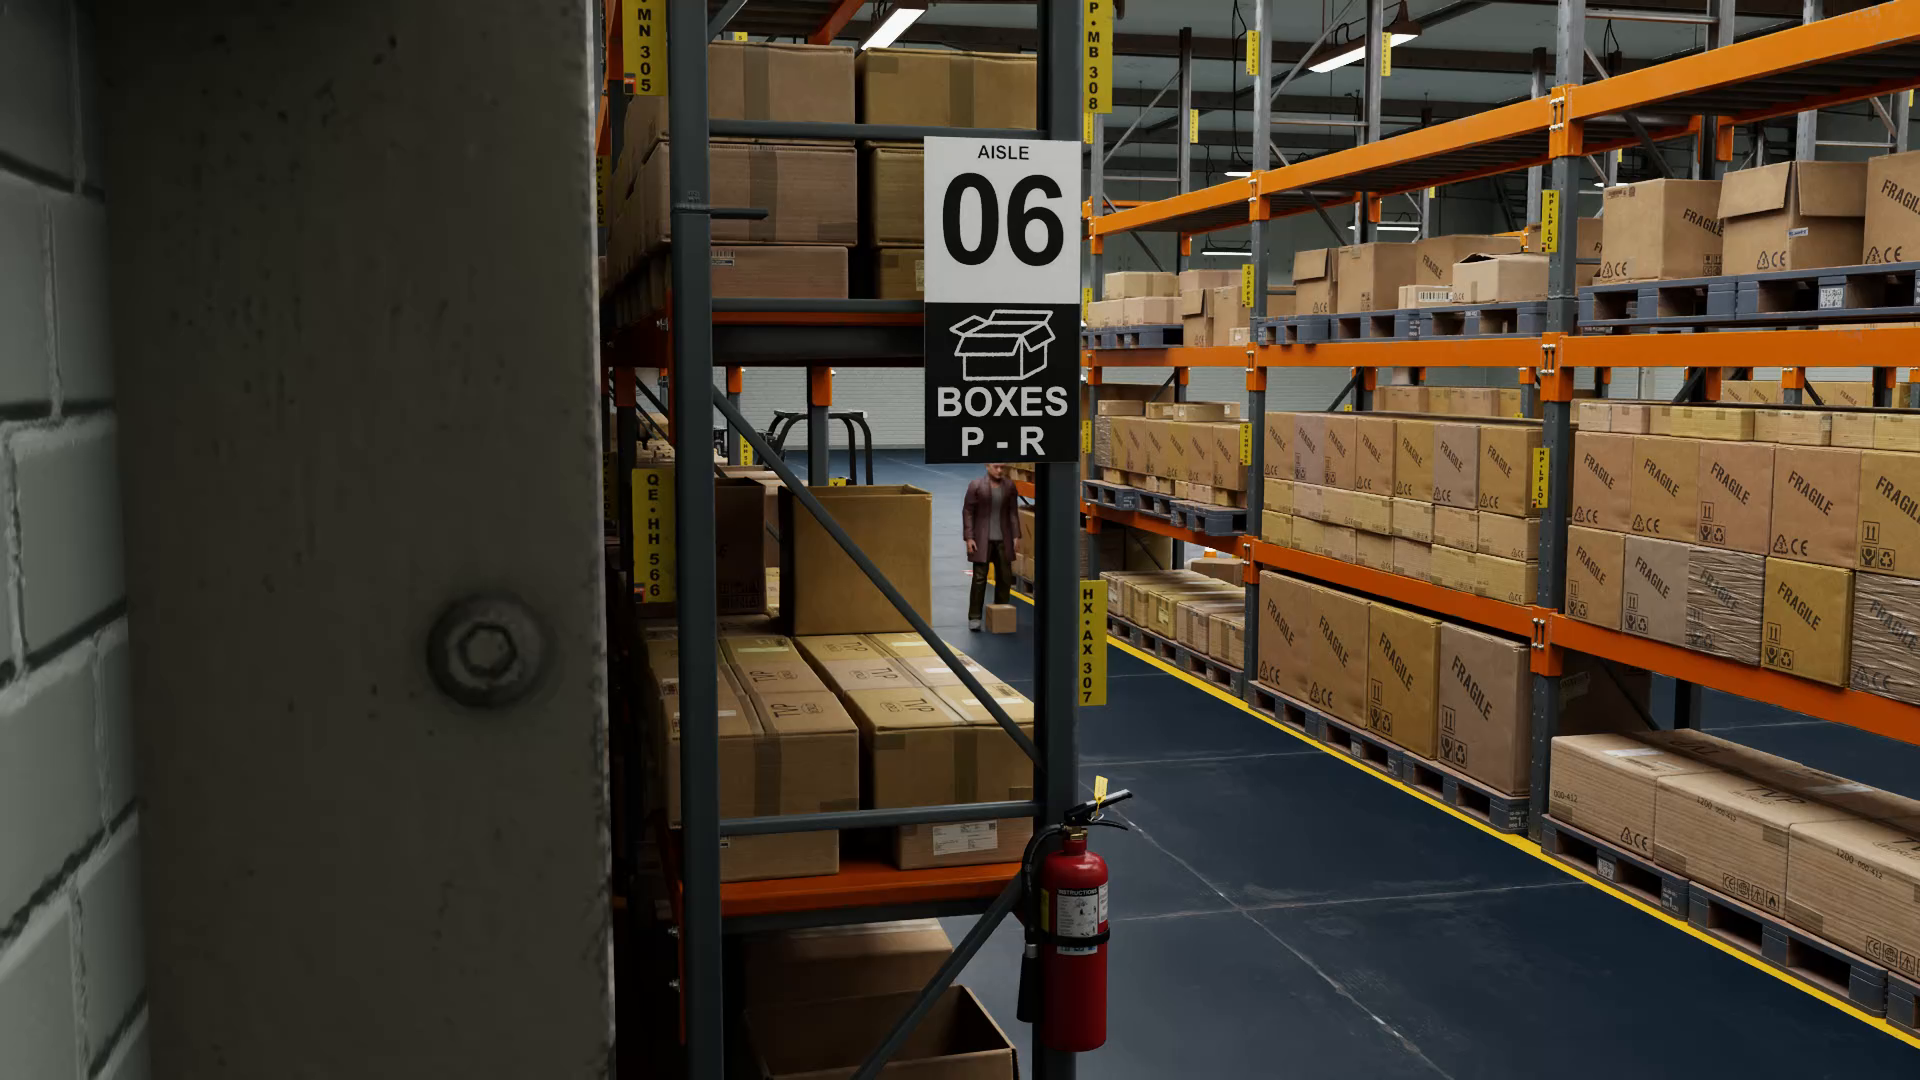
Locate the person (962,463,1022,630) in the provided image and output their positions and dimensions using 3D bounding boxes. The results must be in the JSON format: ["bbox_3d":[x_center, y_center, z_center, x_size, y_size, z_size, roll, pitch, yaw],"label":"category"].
[{"bbox_3d":[0.328,0.008,16.808,0.628,1.773,0.427,-2,6,-19],"label":"person"}]
